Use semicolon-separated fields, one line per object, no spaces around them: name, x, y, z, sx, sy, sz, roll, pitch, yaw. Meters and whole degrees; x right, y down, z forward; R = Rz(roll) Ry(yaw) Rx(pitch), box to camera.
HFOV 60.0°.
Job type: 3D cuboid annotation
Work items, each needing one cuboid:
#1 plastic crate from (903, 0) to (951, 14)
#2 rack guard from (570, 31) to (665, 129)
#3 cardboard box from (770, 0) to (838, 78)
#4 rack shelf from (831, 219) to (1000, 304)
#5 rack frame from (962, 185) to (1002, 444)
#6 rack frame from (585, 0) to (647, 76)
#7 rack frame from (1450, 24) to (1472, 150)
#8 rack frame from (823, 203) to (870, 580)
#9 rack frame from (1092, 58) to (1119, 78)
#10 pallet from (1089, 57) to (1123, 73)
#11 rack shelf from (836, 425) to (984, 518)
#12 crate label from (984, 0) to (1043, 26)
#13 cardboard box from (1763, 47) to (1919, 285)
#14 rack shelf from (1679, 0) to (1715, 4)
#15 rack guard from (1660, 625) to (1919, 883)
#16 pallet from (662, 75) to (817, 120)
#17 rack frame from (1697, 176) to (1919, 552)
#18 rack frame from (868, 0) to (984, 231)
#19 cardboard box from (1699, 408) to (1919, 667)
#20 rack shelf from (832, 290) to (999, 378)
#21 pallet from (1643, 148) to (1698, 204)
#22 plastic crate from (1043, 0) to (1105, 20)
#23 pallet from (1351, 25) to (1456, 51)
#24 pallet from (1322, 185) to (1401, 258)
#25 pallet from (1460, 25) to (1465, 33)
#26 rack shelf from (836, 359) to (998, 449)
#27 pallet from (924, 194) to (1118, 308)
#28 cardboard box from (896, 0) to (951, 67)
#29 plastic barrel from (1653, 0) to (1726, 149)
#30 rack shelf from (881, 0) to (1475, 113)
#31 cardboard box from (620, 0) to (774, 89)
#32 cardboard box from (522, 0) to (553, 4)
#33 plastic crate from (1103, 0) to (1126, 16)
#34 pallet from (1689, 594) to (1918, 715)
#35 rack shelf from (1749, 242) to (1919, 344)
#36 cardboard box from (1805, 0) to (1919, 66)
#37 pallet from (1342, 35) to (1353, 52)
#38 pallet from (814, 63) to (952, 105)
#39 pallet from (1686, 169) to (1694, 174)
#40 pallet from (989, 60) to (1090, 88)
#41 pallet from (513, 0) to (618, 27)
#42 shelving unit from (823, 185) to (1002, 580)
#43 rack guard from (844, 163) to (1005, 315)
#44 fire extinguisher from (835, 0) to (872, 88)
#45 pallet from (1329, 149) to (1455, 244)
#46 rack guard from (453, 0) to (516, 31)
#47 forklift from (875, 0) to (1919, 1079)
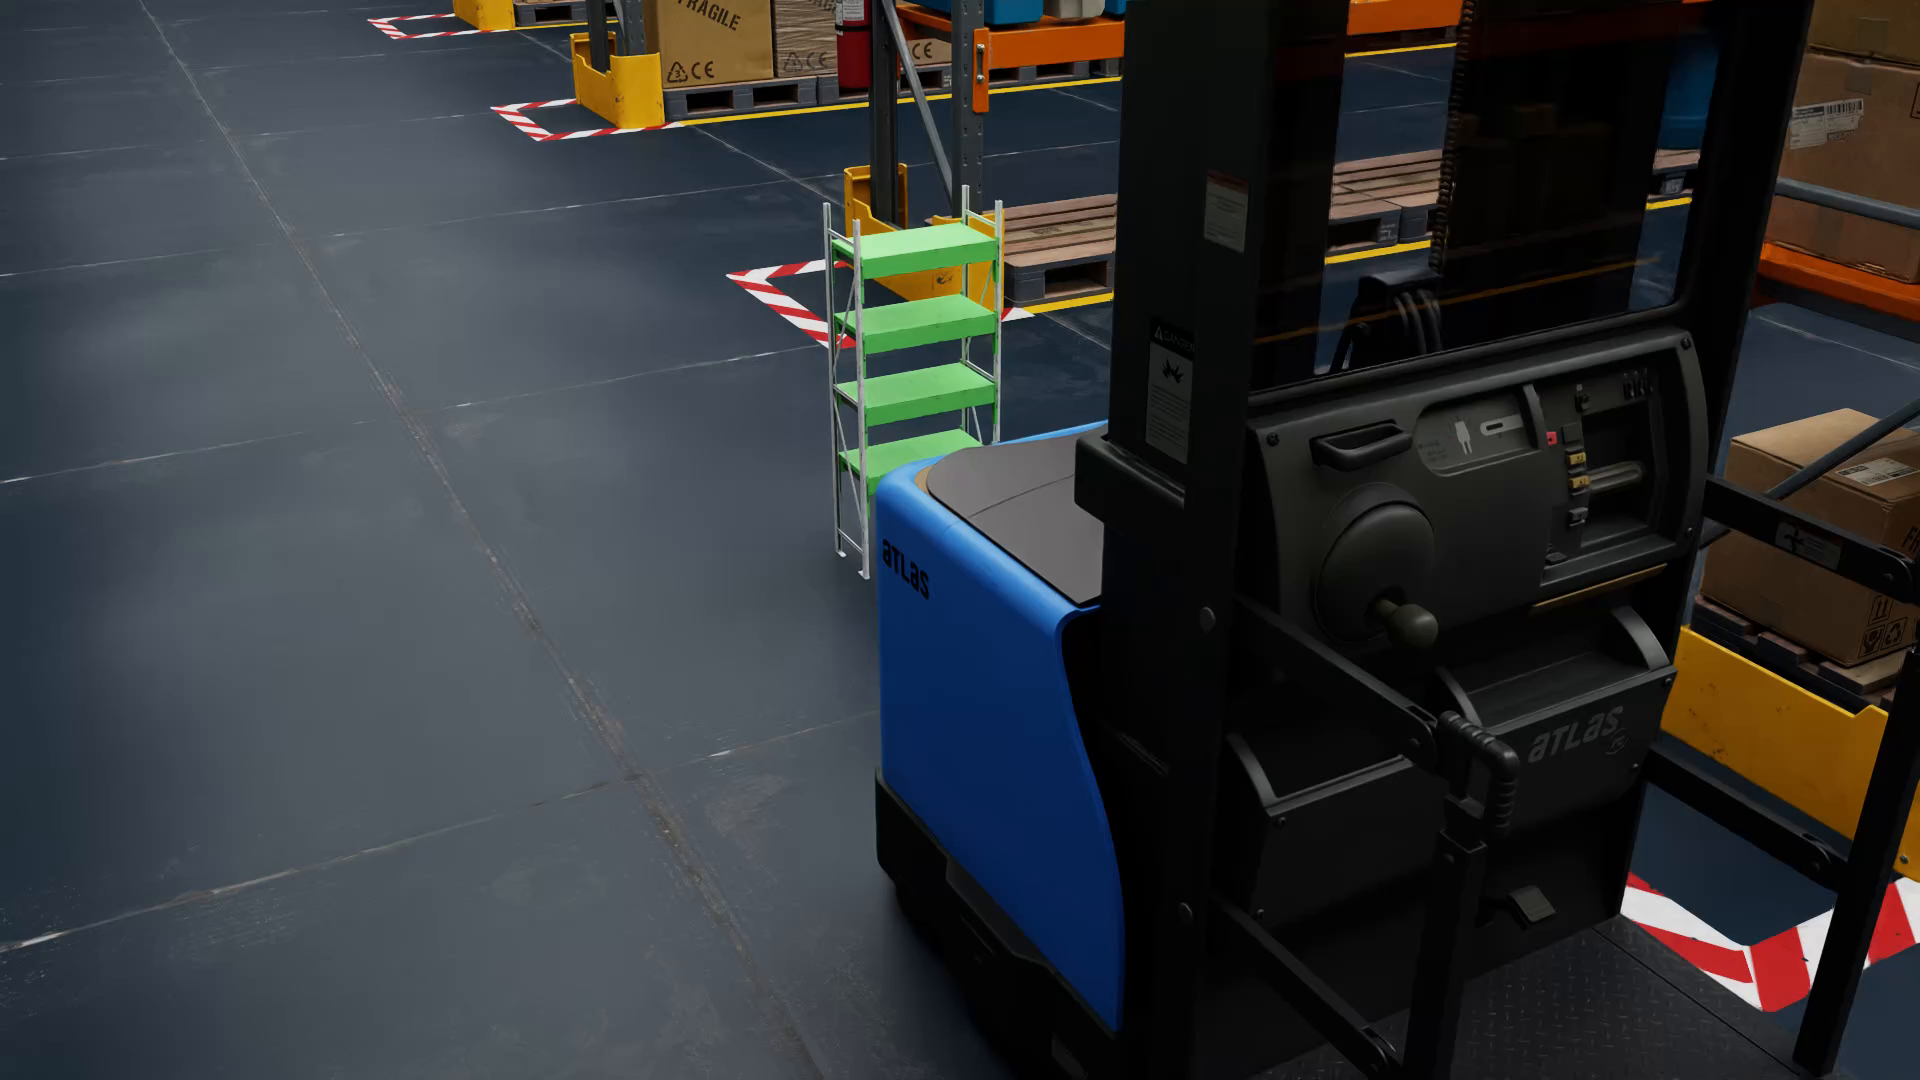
plastic crate;0.029;-2.821;8.049;0.499;0.435;0.616;-13;29;-25
rack guard;-2.530;-3.398;12.250;0.348;0.500;1.175;-13;29;-25
cardboard box;-1.179;-4.107;12.809;0.875;0.875;0.875;-13;29;-25
rack shelf;-0.146;-0.882;5.240;0.480;0.148;0.258;-13;29;-25
rack frame;0.069;-0.557;5.524;0.015;1.200;0.240;-13;29;-25
rack frame;-2.509;-4.530;11.719;0.127;3.000;1.000;-13;29;-25
rack frame;3.351;-3.453;9.476;0.127;3.000;1.000;-13;29;-25
rack frame;-0.361;-0.457;5.317;0.015;1.200;0.240;-13;29;-25
rack frame;1.021;-5.344;13.416;0.127;3.000;1.000;-13;29;-25
pallet;1.666;-4.273;14.406;1.213;0.211;1.003;-13;29;-25
rack shelf;-0.146;-0.233;5.552;0.480;0.148;0.258;-13;29;-25
crate label;0.194;-2.514;7.645;0.303;0.233;0.416;-13;29;-25
cardboard box;2.416;-0.986;4.222;0.500;0.500;0.500;-12;28;-24
rack shelf;5.116;-3.536;10.480;4.000;0.370;1.077;-13;29;-25
rack guard;2.216;0.366;4.411;0.348;0.500;1.175;-13;29;-25
pallet;-1.840;-3.465;12.724;1.213;0.211;1.003;-13;29;-25
rack frame;2.149;-0.746;3.837;0.127;3.000;1.000;-13;29;-25
rack frame;-0.178;-2.638;7.779;0.127;3.000;1.000;-13;29;-25
cardboard box;2.513;-0.022;4.710;0.500;0.500;0.500;-13;29;-25
rack shelf;-0.146;-0.666;5.344;0.480;0.148;0.258;-13;29;-25
pallet;4.052;-2.337;10.374;1.213;0.211;1.003;-13;29;-25
plastic crate;0.516;-2.505;7.736;0.298;0.136;0.250;-13;29;-25
pallet;3.819;-4.770;15.441;1.213;0.211;1.003;-13;29;-25
pallet;1.643;-1.781;9.215;1.213;0.211;1.003;-13;29;-25
pallet;5.240;-5.061;16.046;1.213;0.211;1.003;-13;29;-25
rack shelf;-0.146;-0.450;5.448;0.480;0.148;0.258;-13;29;-25
pallet;0.568;-1.534;8.702;1.213;0.211;1.003;-13;29;-25
cardboard box;-0.394;-4.289;13.186;0.875;0.875;0.875;-13;29;-25
plastic barrel;4.464;-2.945;10.357;0.708;0.901;0.600;-13;29;-25
rack shelf;1.586;-2.721;8.783;4.000;0.370;1.077;-13;29;-25
cardboard box;-1.982;-3.922;12.423;0.875;0.875;0.875;-13;29;-25
cardboard box;-4.141;-5.333;16.201;0.250;0.149;0.380;-12;28;-24
plastic crate;0.775;-2.648;7.924;0.300;0.233;0.416;-13;29;-25
pallet;2.919;0.333;4.812;1.213;0.211;1.003;-13;29;-25
rack shelf;3.914;-0.829;4.841;4.000;0.370;1.077;-13;29;-25
cardboard box;2.413;-1.437;4.007;0.500;0.500;0.500;-13;29;-26
pallet;2.744;-4.523;14.928;1.213;0.211;1.003;-13;29;-25
pallet;-0.765;-3.712;13.238;1.213;0.211;1.003;-13;29;-25
pallet;5.129;-2.587;10.895;1.213;0.211;1.003;-13;29;-25
pallet;0.313;-3.962;13.759;1.213;0.211;1.003;-13;29;-25
pallet;-3.953;-5.355;16.659;1.213;0.211;1.003;-13;29;-25
shelving unit;-0.146;-0.507;5.420;0.503;1.200;0.258;-13;29;-25
rack guard;-0.193;-1.501;8.300;0.348;0.500;1.175;-13;29;-25
fire extinguisher;-0.525;-2.578;8.174;0.183;0.674;0.296;-13;29;-25
pallet;2.721;-2.031;9.737;1.213;0.211;1.003;-13;29;-25
rack guard;-4.687;-5.333;16.280;0.348;0.500;1.175;-13;29;-25
forklift;0.957;-0.055;2.477;1.130;2.935;3.031;-14;29;-26
